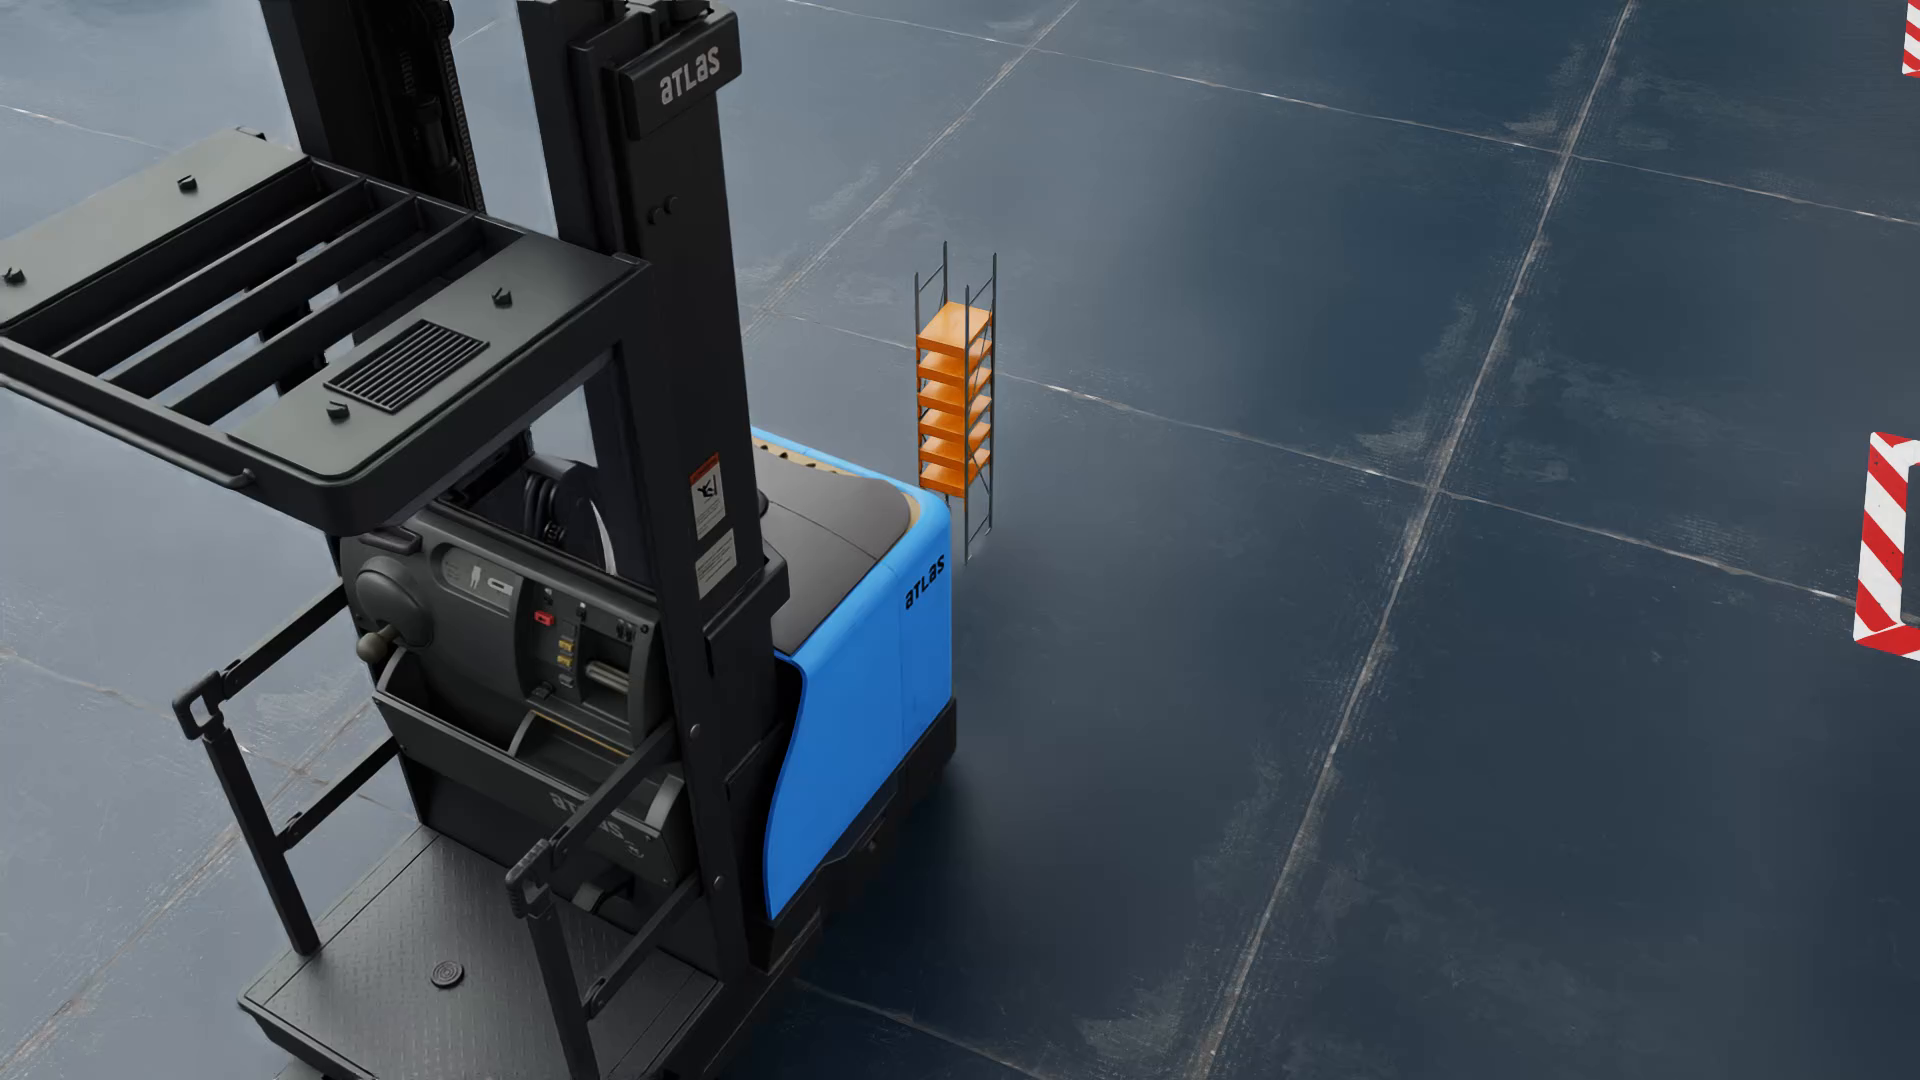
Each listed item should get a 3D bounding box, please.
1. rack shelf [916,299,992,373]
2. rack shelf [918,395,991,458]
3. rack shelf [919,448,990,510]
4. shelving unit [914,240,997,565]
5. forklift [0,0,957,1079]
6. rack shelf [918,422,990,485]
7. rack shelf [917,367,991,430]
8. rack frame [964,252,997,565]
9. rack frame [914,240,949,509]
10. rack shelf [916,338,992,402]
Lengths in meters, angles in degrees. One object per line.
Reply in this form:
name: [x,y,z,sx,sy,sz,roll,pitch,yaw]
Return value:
rack shelf: [-0.013,-0.696,5.655,0.180,0.103,0.258,17,44,19]
rack shelf: [-0.013,-0.424,5.891,0.180,0.103,0.258,17,44,19]
rack shelf: [-0.013,-0.242,6.048,0.180,0.103,0.258,17,44,19]
shelving unit: [-0.013,-0.457,5.862,0.189,1.200,0.258,17,44,19]
forklift: [-1.185,0.263,3.708,1.130,2.935,3.031,21,45,22]
rack shelf: [-0.013,-0.333,5.969,0.180,0.103,0.258,17,44,19]
rack shelf: [-0.013,-0.514,5.812,0.180,0.103,0.258,17,44,19]
rack frame: [0.070,-0.432,5.832,0.006,1.200,0.240,17,44,19]
rack frame: [-0.096,-0.483,5.891,0.006,1.200,0.240,17,44,19]
rack shelf: [-0.013,-0.605,5.734,0.180,0.103,0.258,17,44,19]
